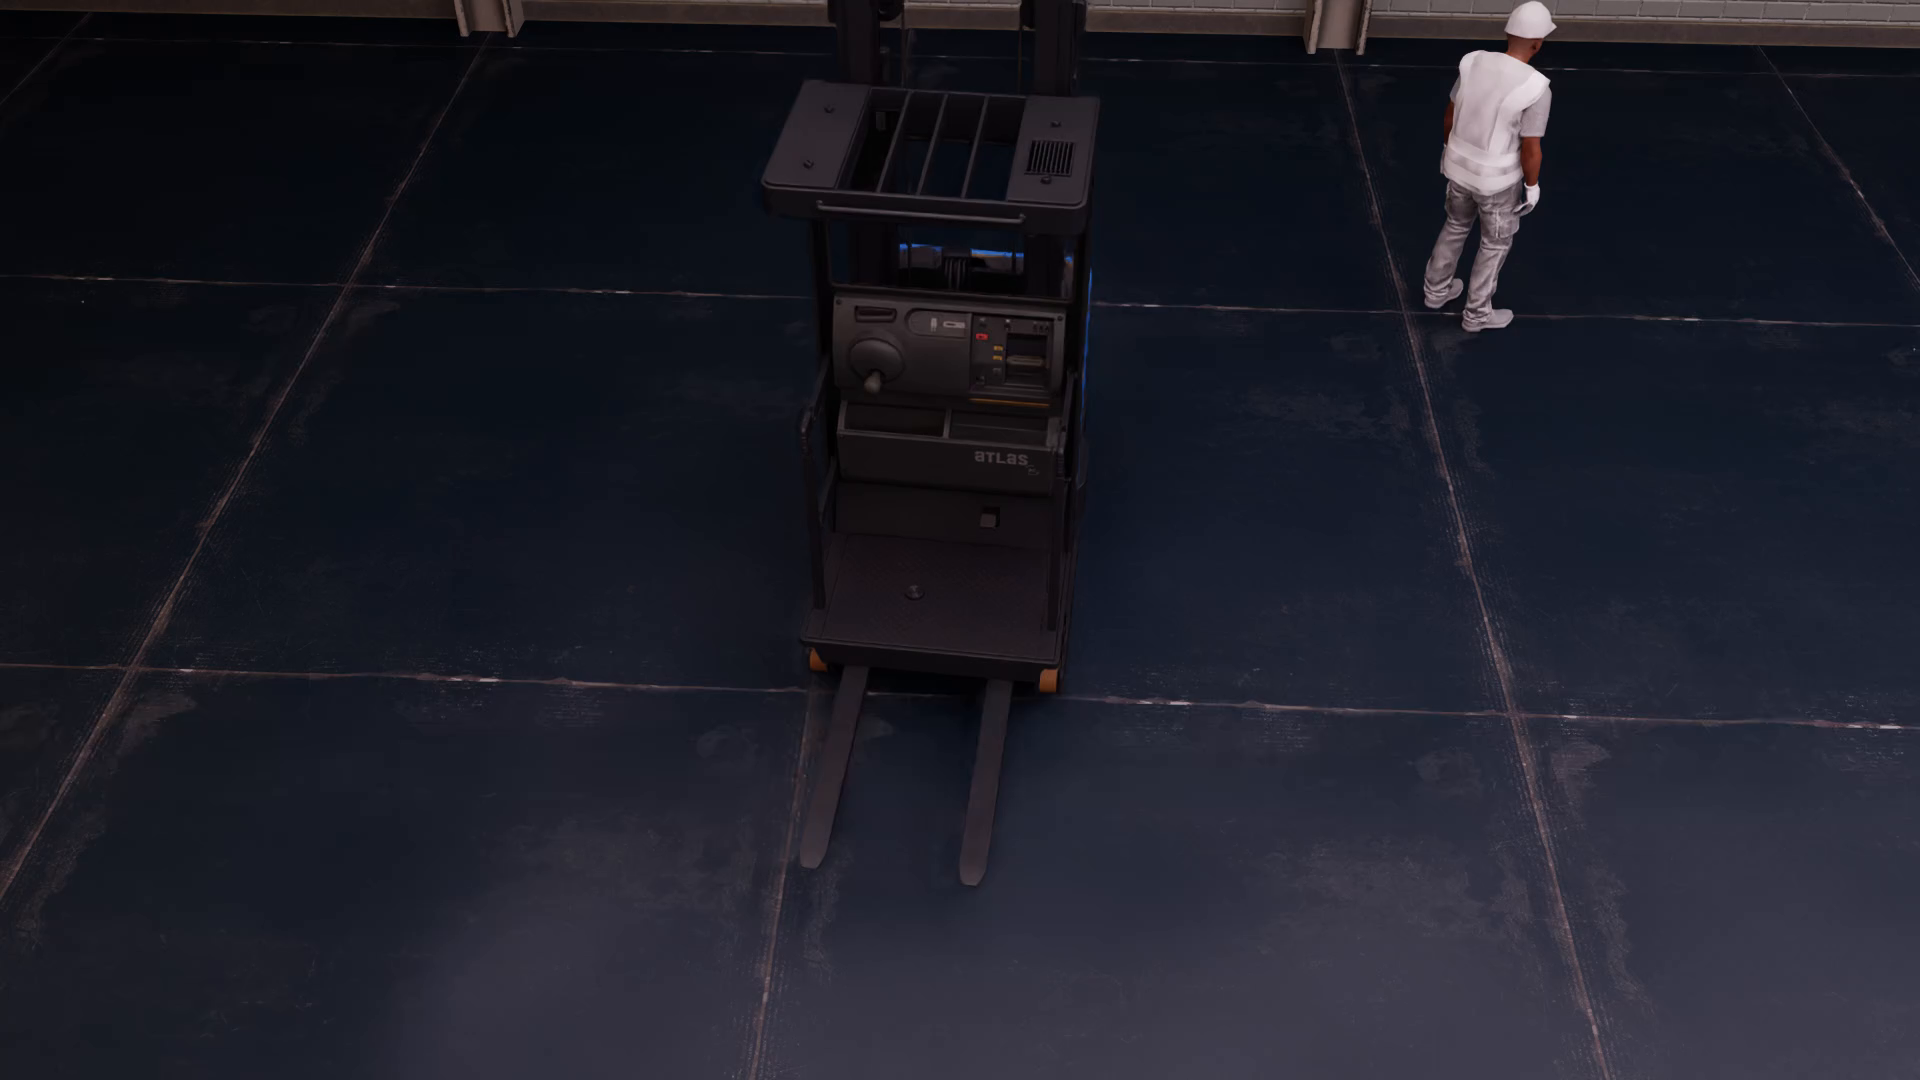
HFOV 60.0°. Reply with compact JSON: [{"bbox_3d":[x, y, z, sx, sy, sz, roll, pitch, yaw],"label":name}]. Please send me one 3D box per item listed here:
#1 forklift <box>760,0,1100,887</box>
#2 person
[{"bbox_3d":[-0.072,-0.673,6.480,1.130,2.935,3.031,5,43,5],"label":"forklift"},{"bbox_3d":[2.784,-1.946,8.736,0.453,1.772,0.616,-25,48,-25],"label":"person"}]
